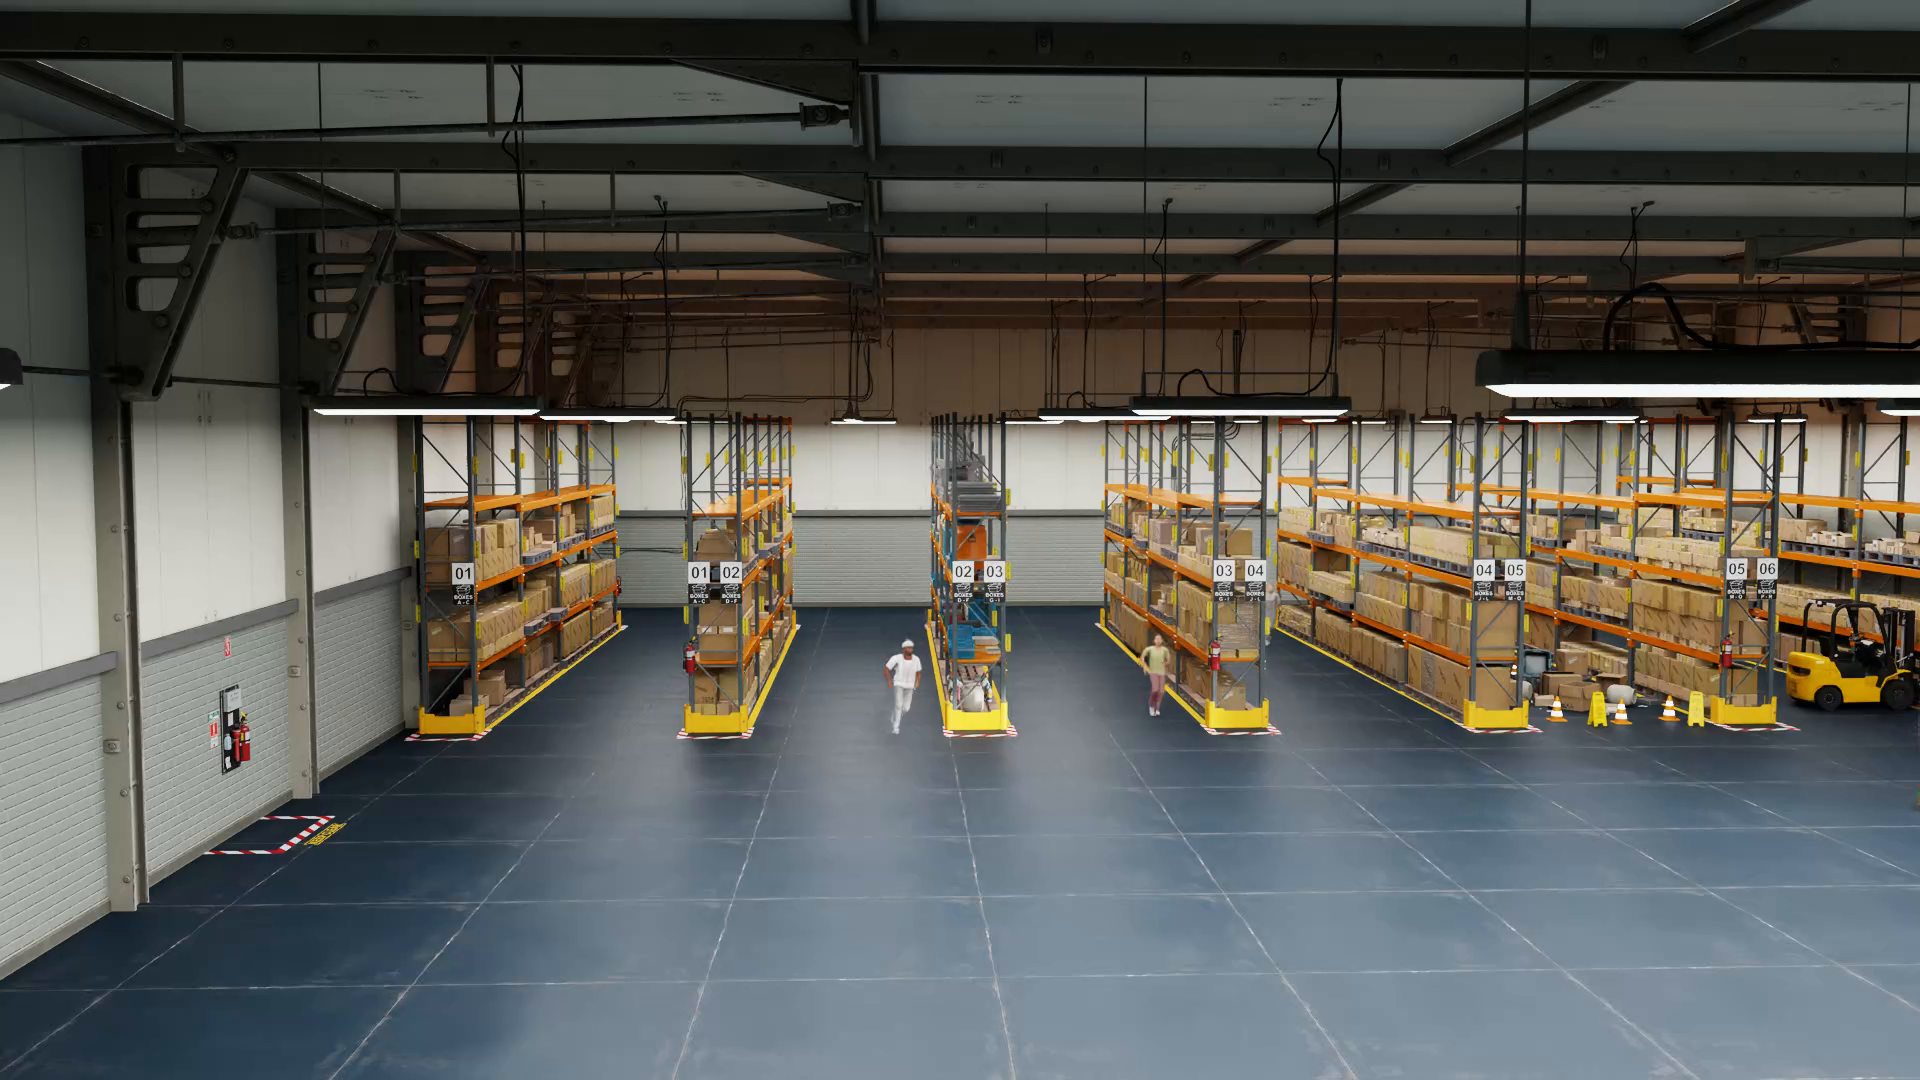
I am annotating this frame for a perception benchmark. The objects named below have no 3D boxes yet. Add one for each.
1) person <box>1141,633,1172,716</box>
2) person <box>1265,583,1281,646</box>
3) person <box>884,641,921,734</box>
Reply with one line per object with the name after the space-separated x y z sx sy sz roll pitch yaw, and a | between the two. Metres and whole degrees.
3.891 2.654 32.761 0.560 1.639 0.623 -1 4 -8 | person
8.107 1.948 43.415 0.540 1.670 0.669 0 4 -2 | person
-1.072 2.747 31.384 0.744 1.714 0.669 -1 4 -21 | person
